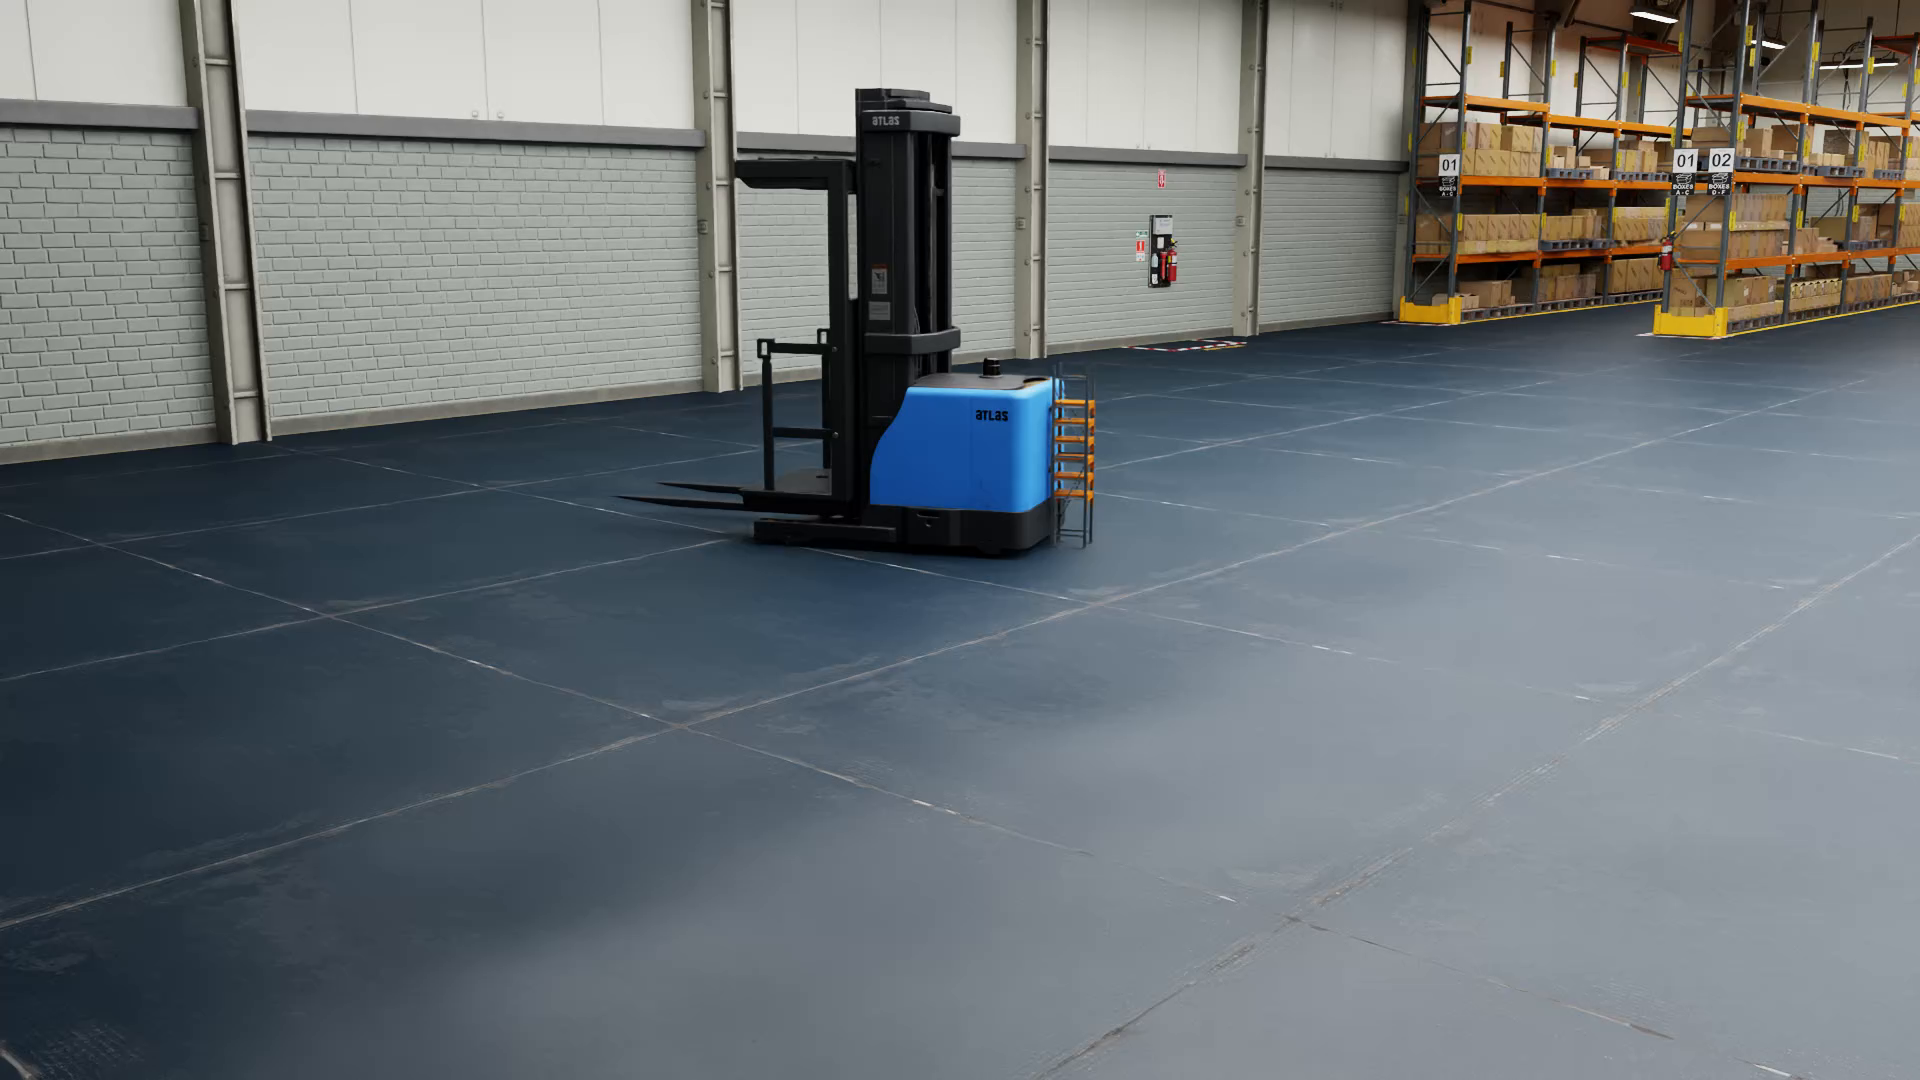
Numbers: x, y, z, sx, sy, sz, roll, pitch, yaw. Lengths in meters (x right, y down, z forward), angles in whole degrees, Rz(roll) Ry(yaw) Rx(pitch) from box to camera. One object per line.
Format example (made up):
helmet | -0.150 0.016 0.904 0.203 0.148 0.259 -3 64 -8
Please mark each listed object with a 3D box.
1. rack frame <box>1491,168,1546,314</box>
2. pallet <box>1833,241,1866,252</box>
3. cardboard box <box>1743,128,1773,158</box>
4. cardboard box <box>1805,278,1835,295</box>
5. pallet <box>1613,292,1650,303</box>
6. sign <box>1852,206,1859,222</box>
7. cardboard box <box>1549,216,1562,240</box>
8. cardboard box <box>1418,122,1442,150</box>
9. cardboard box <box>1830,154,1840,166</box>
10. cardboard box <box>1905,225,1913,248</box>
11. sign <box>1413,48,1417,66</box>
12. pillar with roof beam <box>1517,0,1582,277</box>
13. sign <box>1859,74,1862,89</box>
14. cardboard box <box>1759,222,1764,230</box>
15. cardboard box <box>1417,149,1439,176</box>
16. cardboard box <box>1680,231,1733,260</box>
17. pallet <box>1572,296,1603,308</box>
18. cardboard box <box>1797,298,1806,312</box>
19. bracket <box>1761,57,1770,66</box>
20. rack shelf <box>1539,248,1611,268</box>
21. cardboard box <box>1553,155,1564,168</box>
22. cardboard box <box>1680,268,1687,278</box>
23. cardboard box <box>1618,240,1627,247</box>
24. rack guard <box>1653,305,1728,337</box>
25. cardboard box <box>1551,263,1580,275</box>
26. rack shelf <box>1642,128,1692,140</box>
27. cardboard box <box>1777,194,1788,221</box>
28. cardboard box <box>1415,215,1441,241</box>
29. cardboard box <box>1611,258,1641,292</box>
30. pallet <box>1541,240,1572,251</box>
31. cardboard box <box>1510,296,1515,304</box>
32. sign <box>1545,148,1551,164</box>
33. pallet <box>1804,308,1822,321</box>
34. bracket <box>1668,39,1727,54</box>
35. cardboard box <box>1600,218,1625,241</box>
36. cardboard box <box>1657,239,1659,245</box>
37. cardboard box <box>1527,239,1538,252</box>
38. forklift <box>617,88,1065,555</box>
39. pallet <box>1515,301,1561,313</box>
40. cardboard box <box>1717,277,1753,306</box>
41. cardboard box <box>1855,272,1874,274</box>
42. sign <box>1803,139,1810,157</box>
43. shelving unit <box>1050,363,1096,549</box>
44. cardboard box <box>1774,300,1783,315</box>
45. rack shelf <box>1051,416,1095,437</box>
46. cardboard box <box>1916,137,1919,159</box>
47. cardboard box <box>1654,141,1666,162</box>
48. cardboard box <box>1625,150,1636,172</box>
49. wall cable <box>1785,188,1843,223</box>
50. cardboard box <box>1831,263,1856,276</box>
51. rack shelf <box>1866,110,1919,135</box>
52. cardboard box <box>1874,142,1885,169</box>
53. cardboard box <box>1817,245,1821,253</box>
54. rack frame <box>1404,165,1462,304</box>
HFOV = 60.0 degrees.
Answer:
rack frame | 11.801 -6.327 35.231 1.000 3.000 0.127 10 15 40
pallet | 18.560 -6.291 35.538 1.213 0.211 1.003 10 15 40
cardboard box | 14.186 -7.102 29.769 0.500 0.500 0.500 10 15 40
cardboard box | 17.666 -5.222 34.215 0.500 0.311 0.500 9 15 39
pallet | 15.824 -5.833 39.878 1.003 0.211 1.213 10 15 40
sign | 18.584 -6.772 34.504 0.100 0.325 0.005 10 15 40
cardboard box | 12.537 -6.744 35.938 0.500 0.500 0.700 -10 15 -42
cardboard box | 9.249 -7.856 32.368 0.500 0.500 0.500 11 15 43
cardboard box | 17.575 -7.726 33.885 0.500 0.250 0.500 10 15 42
cardboard box | 21.682 -7.029 38.489 0.500 0.500 0.500 10 15 41
sign | 8.757 -9.291 31.965 0.100 0.325 0.005 10 15 40
pillar with roof beam | 16.167 -9.222 34.406 9.100 9.000 0.548 10 15 40
sign | 20.410 -10.376 37.598 0.100 0.325 0.005 10 15 40
cardboard box | 14.494 -5.761 30.483 0.380 0.149 0.250 10 15 42
cardboard box | 9.246 -7.363 32.451 0.500 0.500 0.500 -11 16 -43
cardboard box | 13.202 -5.215 29.407 0.700 0.500 0.500 10 15 40
pallet | 13.925 -5.434 37.876 1.003 0.211 1.213 10 15 40
cardboard box | 16.315 -4.647 32.768 0.500 0.250 0.500 10 15 42
bracket | 22.960 -13.673 47.501 0.235 0.232 0.430 10 15 40
rack shelf | 13.121 -6.269 36.775 1.077 0.370 4.000 10 15 40
cardboard box | 12.629 -8.121 35.710 0.500 0.311 0.500 10 15 42
cardboard box | 17.987 -6.655 42.180 0.700 0.500 0.500 10 15 40
cardboard box | 15.245 -6.885 38.614 0.380 0.149 0.250 10 15 42
rack guard | 12.868 -3.869 29.308 1.175 0.500 0.348 10 15 40
cardboard box | 13.582 -6.085 37.363 0.500 0.250 0.500 10 15 41
rack shelf | 18.402 -10.191 42.120 1.077 0.370 4.000 10 15 40
cardboard box | 15.236 -6.306 31.560 0.700 0.500 0.500 10 15 41
cardboard box | 9.312 -6.140 32.709 0.500 0.500 0.500 10 15 40
cardboard box | 15.609 -6.287 39.445 0.750 0.750 0.750 10 15 40
pallet | 12.415 -6.327 35.719 1.003 0.211 1.213 10 15 40
cardboard box | 11.470 -5.071 35.052 0.380 0.166 0.250 7 14 33
sign | 12.214 -7.983 34.541 0.100 0.325 0.005 10 15 40
pallet | 16.787 -4.614 33.771 1.003 0.211 1.213 10 15 40
bracket | 19.136 -12.820 43.234 0.076 0.066 4.783 10 15 40
cardboard box | 14.954 -7.159 38.329 0.500 0.500 0.500 10 15 42
cardboard box | 16.718 -7.232 40.352 0.380 0.149 0.250 10 15 42
cardboard box | 11.716 -6.155 34.699 0.500 0.250 0.500 10 15 40
forklift | -0.855 -1.491 11.192 3.031 2.935 1.130 4 12 18
pallet | 12.314 -5.075 36.079 1.003 0.211 1.213 10 15 40
cardboard box | 14.054 -4.523 30.233 0.500 0.500 0.500 10 15 40
cardboard box | 20.968 -5.975 38.726 0.500 0.500 0.500 10 15 40
sign | 15.943 -7.379 31.317 0.100 0.325 0.005 10 15 40
shelving unit | 0.740 -0.551 10.907 0.258 1.200 0.189 3 12 17
cardboard box | 15.383 -4.448 31.773 0.500 0.250 0.500 10 15 40
rack shelf | 0.740 -0.743 10.869 0.258 0.103 0.180 3 12 17
cardboard box | 21.860 -9.081 38.551 0.700 0.500 0.500 10 15 40
cardboard box | 17.368 -9.657 41.386 0.500 0.500 0.500 10 15 40
cardboard box | 15.404 -8.895 39.049 0.700 0.500 0.500 11 16 43
wall cable | 23.724 -10.298 47.722 3.097 2.526 0.112 10 15 40
cardboard box | 19.643 -6.035 37.114 0.500 0.250 0.500 10 15 40
rack shelf | 22.126 -9.746 38.877 1.077 0.370 4.000 10 15 40
cardboard box | 19.994 -8.473 36.736 0.600 0.600 0.600 10 15 40
cardboard box | 17.366 -5.958 34.023 0.250 0.149 0.380 -11 16 -43
rack frame | 9.161 -5.739 32.285 1.000 3.000 0.127 10 15 40
